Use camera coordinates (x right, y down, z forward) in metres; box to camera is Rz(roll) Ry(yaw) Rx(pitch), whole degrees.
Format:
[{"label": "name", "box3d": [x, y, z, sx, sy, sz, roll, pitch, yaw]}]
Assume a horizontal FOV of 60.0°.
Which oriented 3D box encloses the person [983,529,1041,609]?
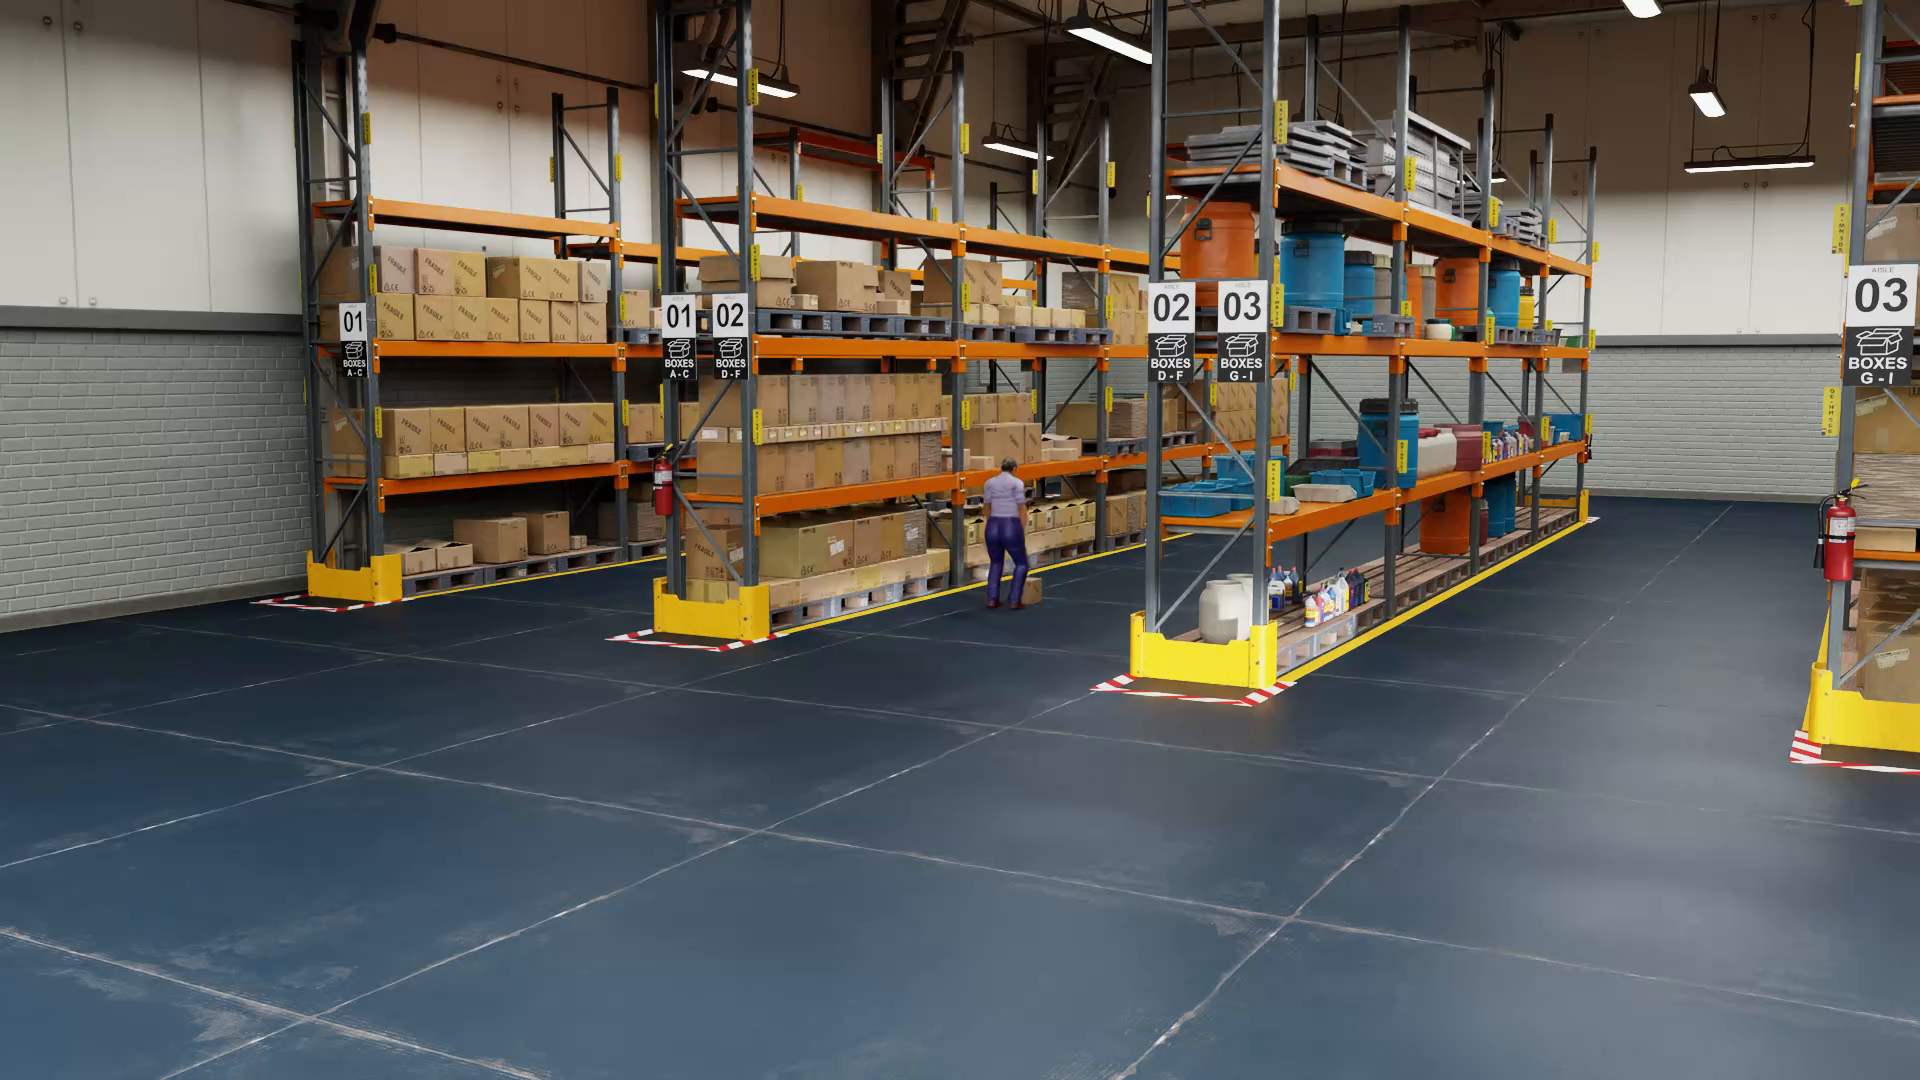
[{"label": "person", "box3d": [0.557, 0.317, 17.599, 0.516, 0.788, 0.823, 3, 7, 29]}]
